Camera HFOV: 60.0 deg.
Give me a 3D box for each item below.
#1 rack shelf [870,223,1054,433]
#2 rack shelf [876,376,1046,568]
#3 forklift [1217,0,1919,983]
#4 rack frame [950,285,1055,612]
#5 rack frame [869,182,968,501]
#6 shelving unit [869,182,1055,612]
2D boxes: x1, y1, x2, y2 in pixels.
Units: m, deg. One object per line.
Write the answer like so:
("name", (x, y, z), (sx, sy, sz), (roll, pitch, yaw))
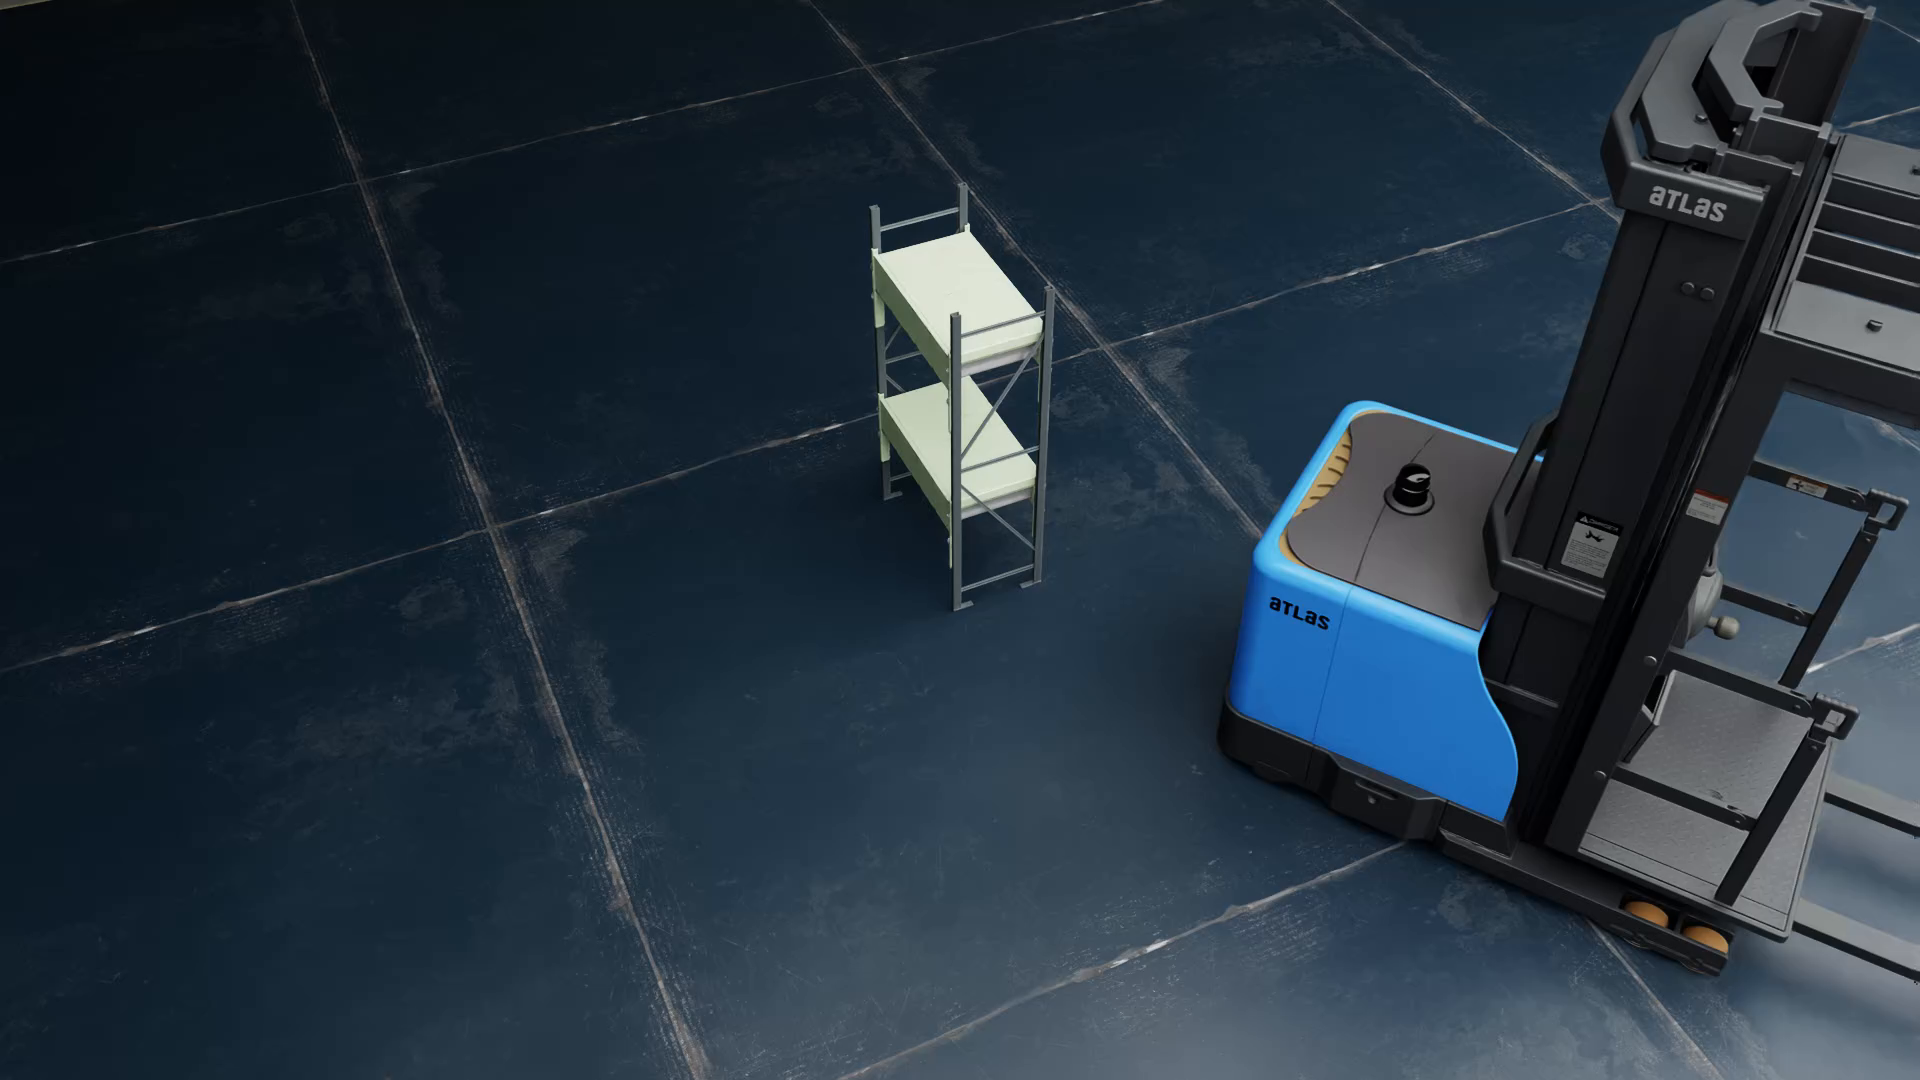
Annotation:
("rack shelf", (-0.003, -0.816, 6.322), (0.431, 0.370, 0.720), (-18, 47, -17))
("rack shelf", (-0.003, -0.306, 6.825), (0.431, 0.370, 0.720), (-18, 47, -17))
("forklift", (2.505, -0.009, 5.041), (3.031, 2.935, 1.130), (22, 49, 21))
("rack frame", (0.151, -0.305, 6.360), (0.400, 1.500, 0.023), (-18, 47, -17))
("rack frame", (-0.157, -0.771, 6.833), (0.400, 1.500, 0.023), (-18, 47, -17))
("shelving unit", (-0.003, -0.538, 6.596), (0.431, 1.500, 0.755), (-18, 47, -17))
